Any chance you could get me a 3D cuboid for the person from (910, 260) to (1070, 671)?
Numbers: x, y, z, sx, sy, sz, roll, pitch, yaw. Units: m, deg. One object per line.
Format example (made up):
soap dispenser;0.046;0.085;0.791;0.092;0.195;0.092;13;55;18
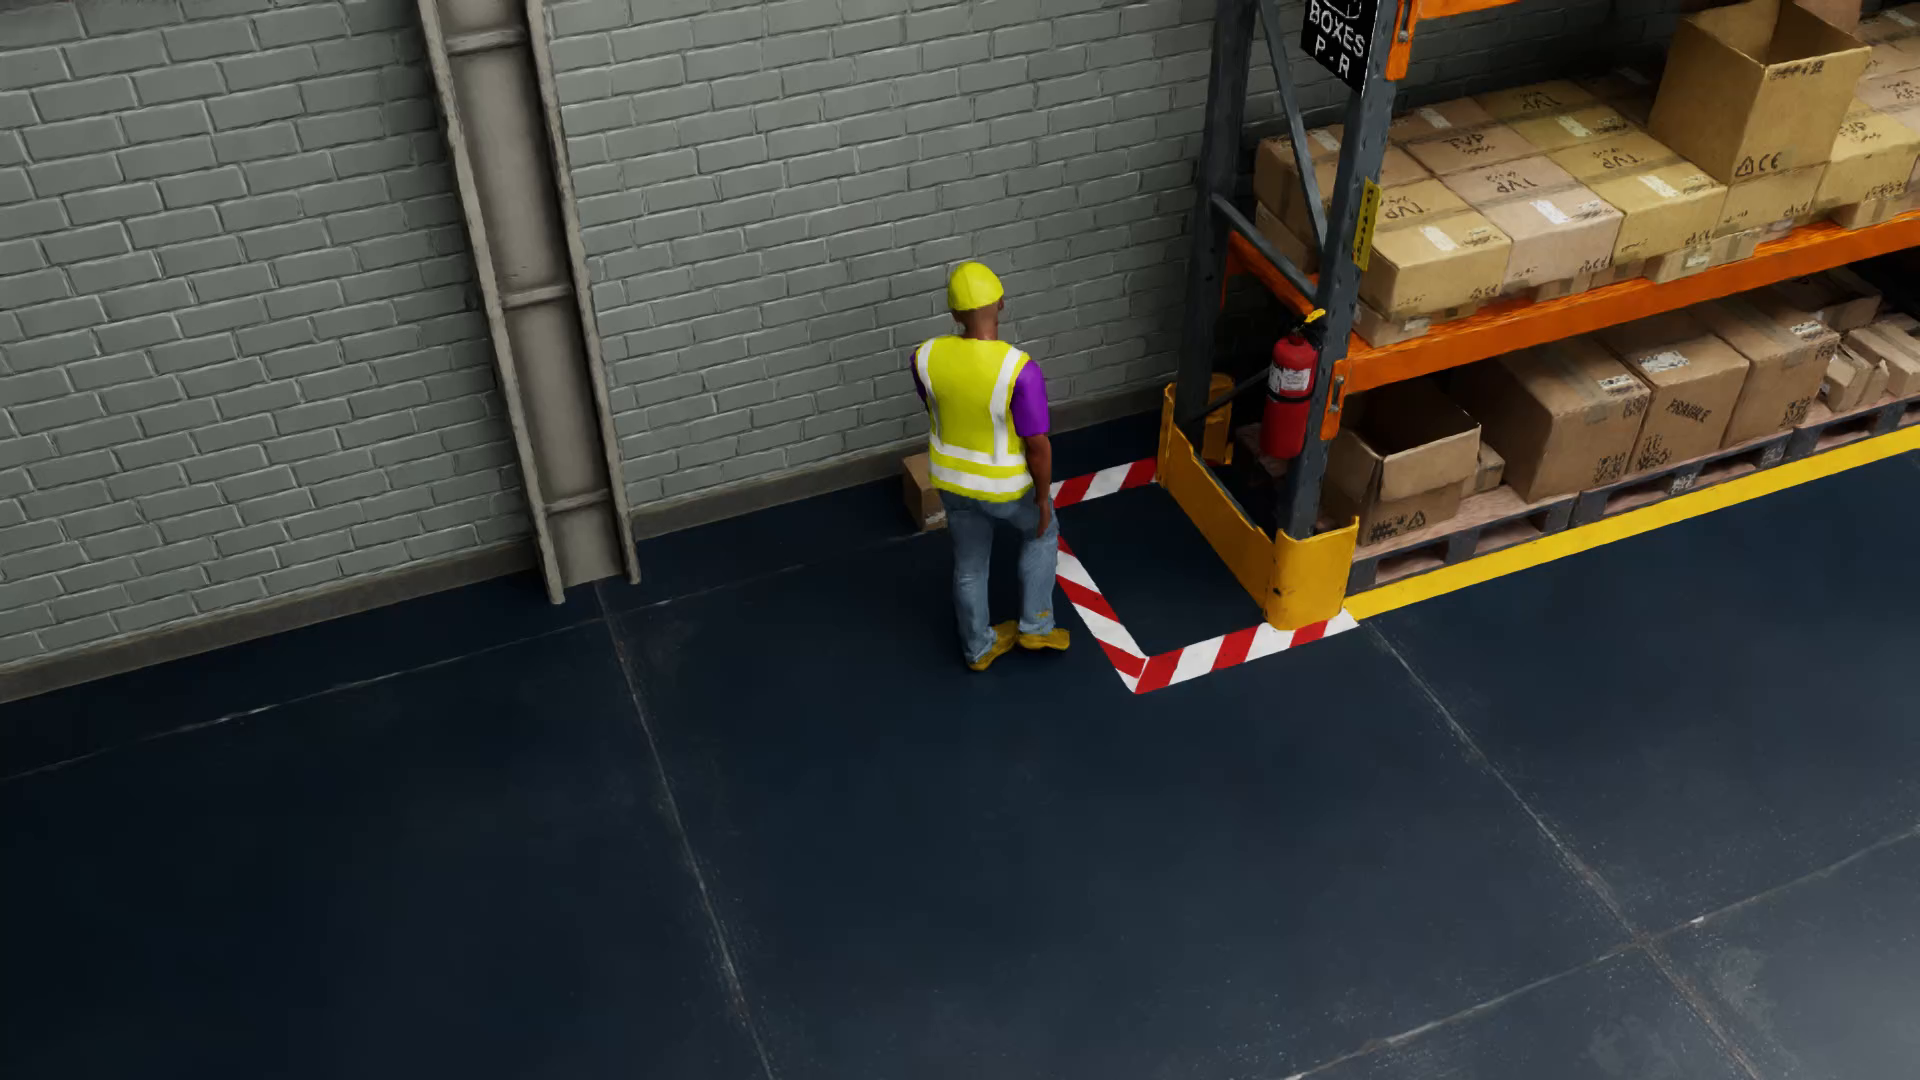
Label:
person;0.139;-0.260;6.441;0.652;1.767;0.536;17;44;18
